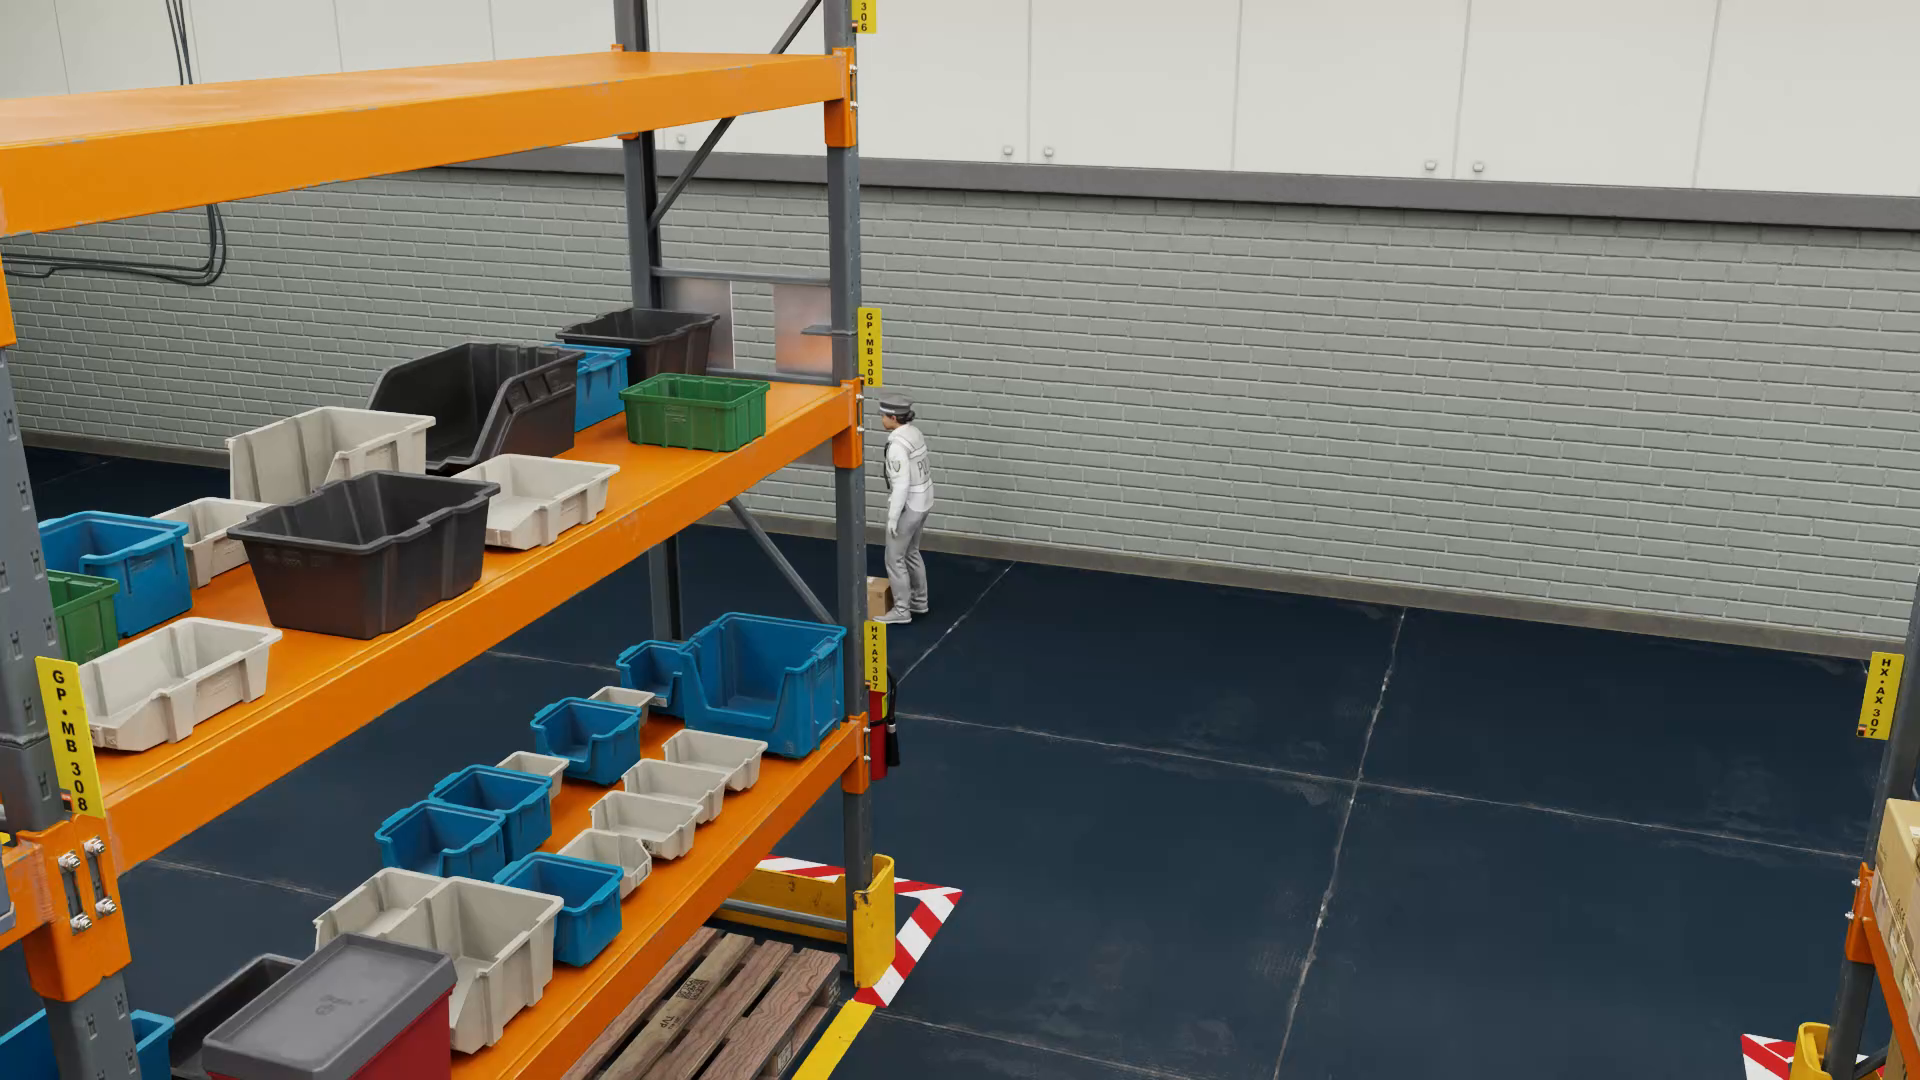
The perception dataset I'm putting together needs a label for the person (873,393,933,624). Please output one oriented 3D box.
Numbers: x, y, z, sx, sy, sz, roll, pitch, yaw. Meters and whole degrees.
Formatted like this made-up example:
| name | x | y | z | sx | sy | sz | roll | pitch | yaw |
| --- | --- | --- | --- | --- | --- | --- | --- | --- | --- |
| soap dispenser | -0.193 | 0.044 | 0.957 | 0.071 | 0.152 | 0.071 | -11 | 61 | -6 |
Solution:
| name | x | y | z | sx | sy | sz | roll | pitch | yaw |
| --- | --- | --- | --- | --- | --- | --- | --- | --- | --- |
| person | -0.406 | -0.217 | 11.697 | 0.415 | 1.662 | 0.539 | 5 | 19 | 15 |
